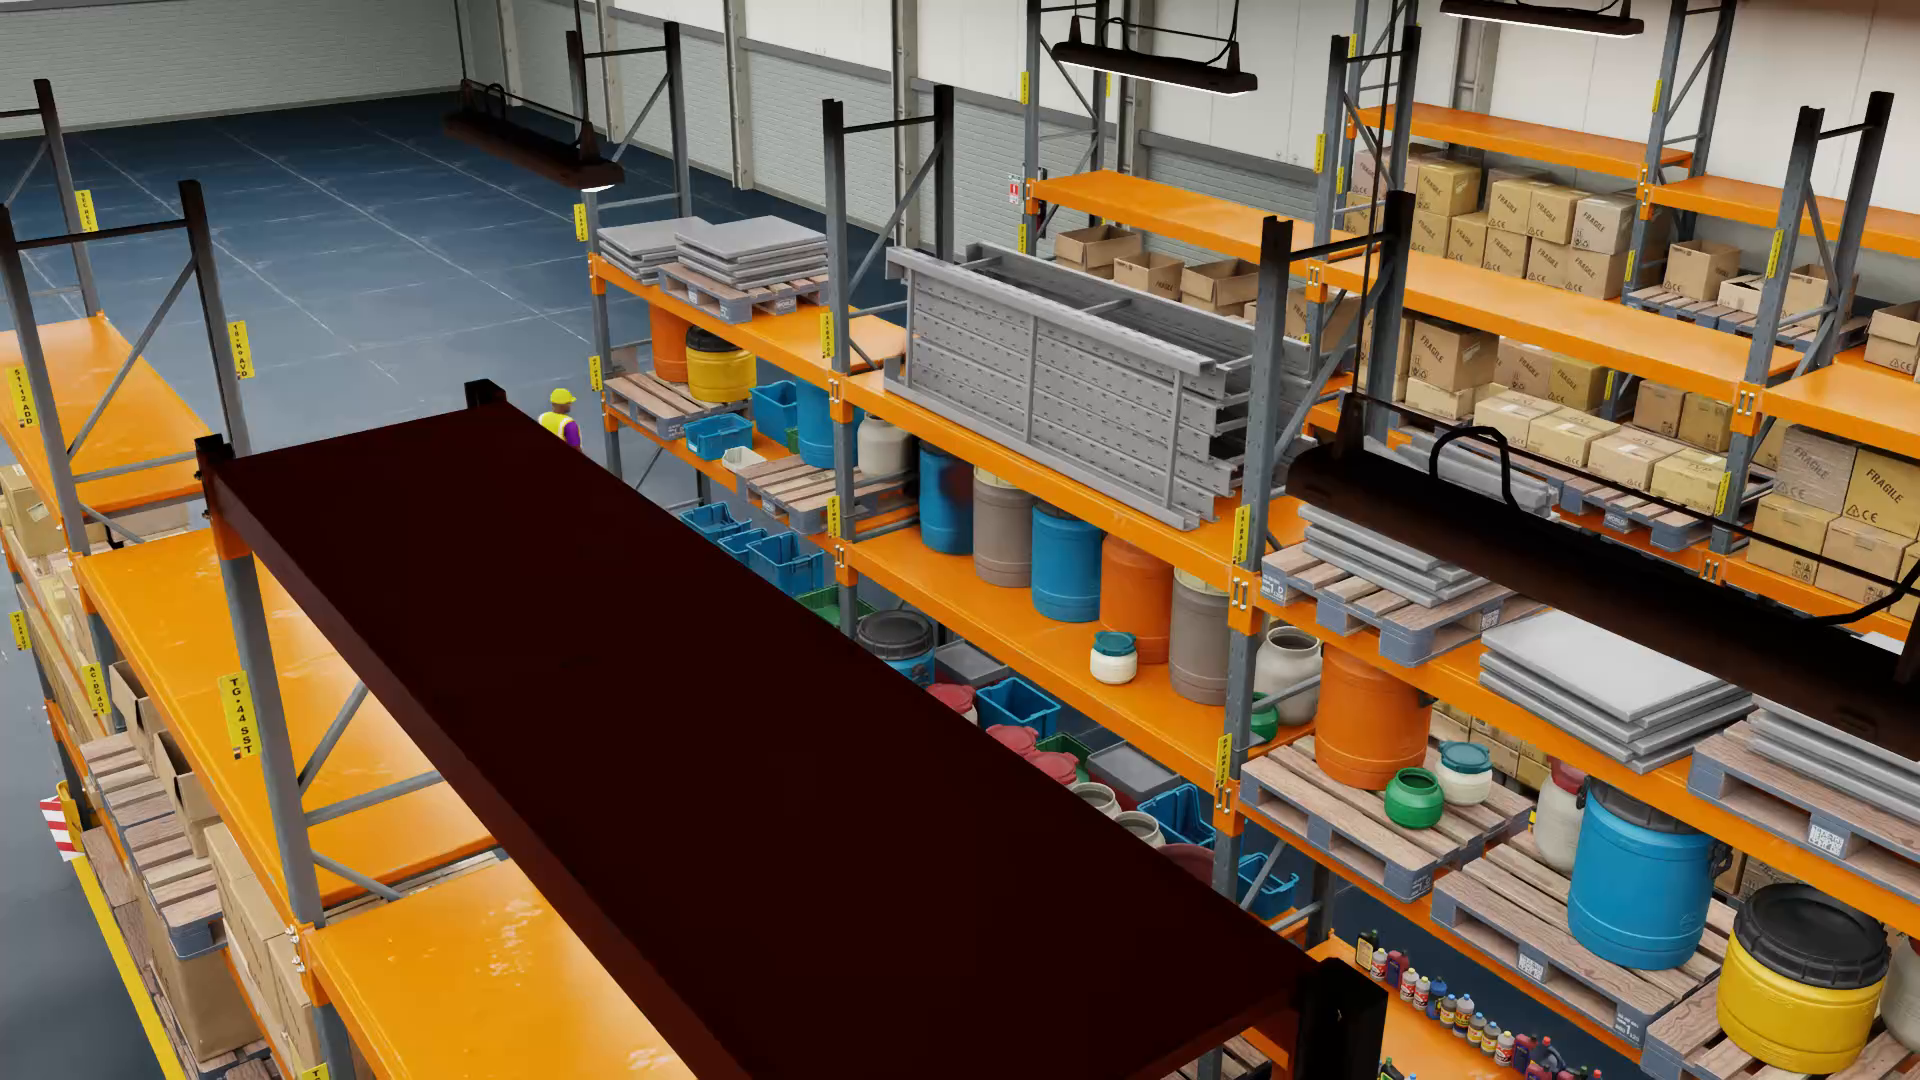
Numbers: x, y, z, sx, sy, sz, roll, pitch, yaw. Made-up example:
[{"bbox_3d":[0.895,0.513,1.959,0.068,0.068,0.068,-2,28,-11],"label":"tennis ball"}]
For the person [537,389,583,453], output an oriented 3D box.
[{"bbox_3d":[-4.426,-0.870,18.741,0.604,1.771,0.429,13,28,26],"label":"person"}]
